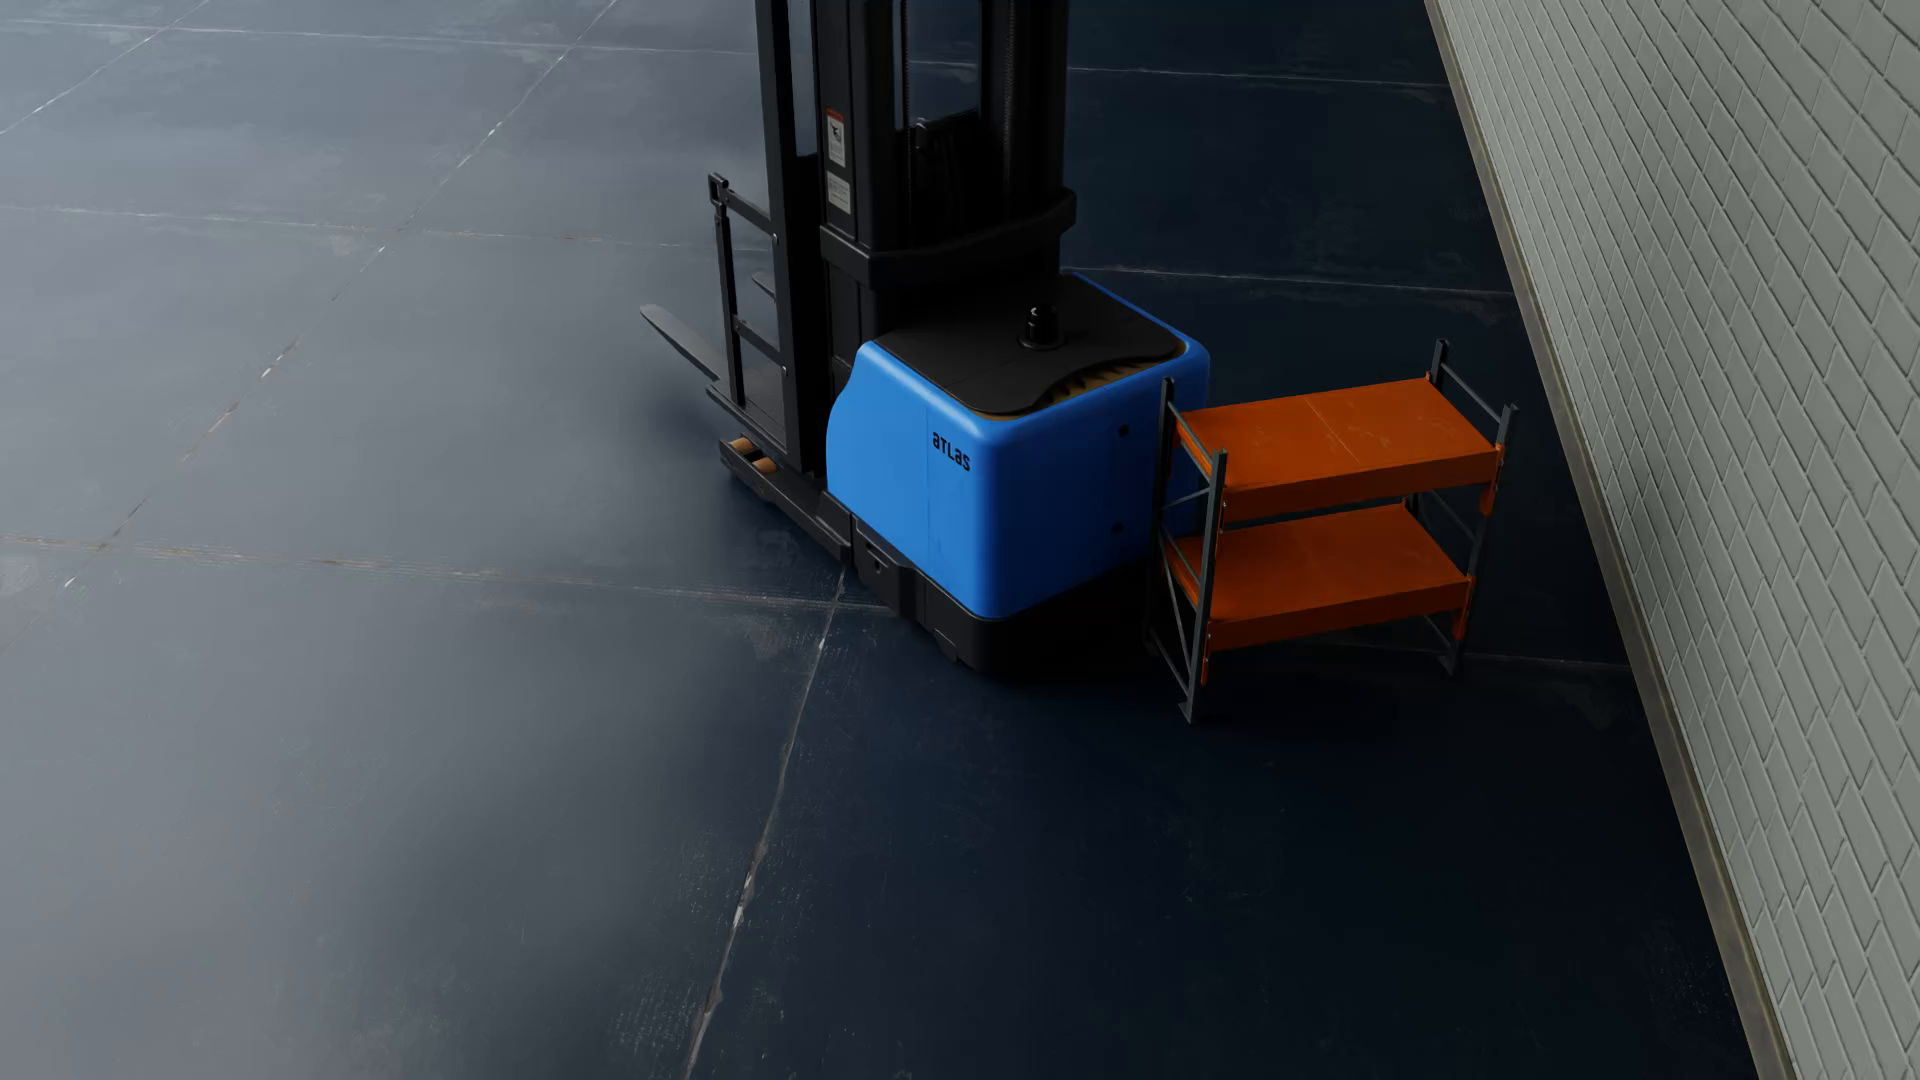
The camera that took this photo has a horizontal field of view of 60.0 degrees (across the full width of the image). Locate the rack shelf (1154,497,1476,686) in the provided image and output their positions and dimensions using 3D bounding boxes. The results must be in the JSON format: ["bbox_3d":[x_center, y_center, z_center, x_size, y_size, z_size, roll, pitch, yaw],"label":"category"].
[{"bbox_3d":[1.249,0.171,5.963,1.000,0.278,0.538,-9,36,-12],"label":"rack shelf"}]

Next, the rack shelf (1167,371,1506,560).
[{"bbox_3d":[1.249,-0.266,5.651,1.000,0.278,0.538,-9,36,-12],"label":"rack shelf"}]

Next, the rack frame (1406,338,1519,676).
[{"bbox_3d":[1.740,-0.104,5.928,0.032,1.125,0.500,-9,36,-12],"label":"rack frame"}]

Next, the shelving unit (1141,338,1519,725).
[{"bbox_3d":[1.249,-0.028,5.821,1.048,1.125,0.538,-9,36,-12],"label":"shelving unit"}]

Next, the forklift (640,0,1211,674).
[{"bbox_3d":[-0.368,-1.520,6.357,1.130,2.935,3.031,-23,41,-29],"label":"forklift"}]

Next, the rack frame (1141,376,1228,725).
[{"bbox_3d":[0.758,0.049,5.714,0.032,1.125,0.500,-9,36,-12],"label":"rack frame"}]
